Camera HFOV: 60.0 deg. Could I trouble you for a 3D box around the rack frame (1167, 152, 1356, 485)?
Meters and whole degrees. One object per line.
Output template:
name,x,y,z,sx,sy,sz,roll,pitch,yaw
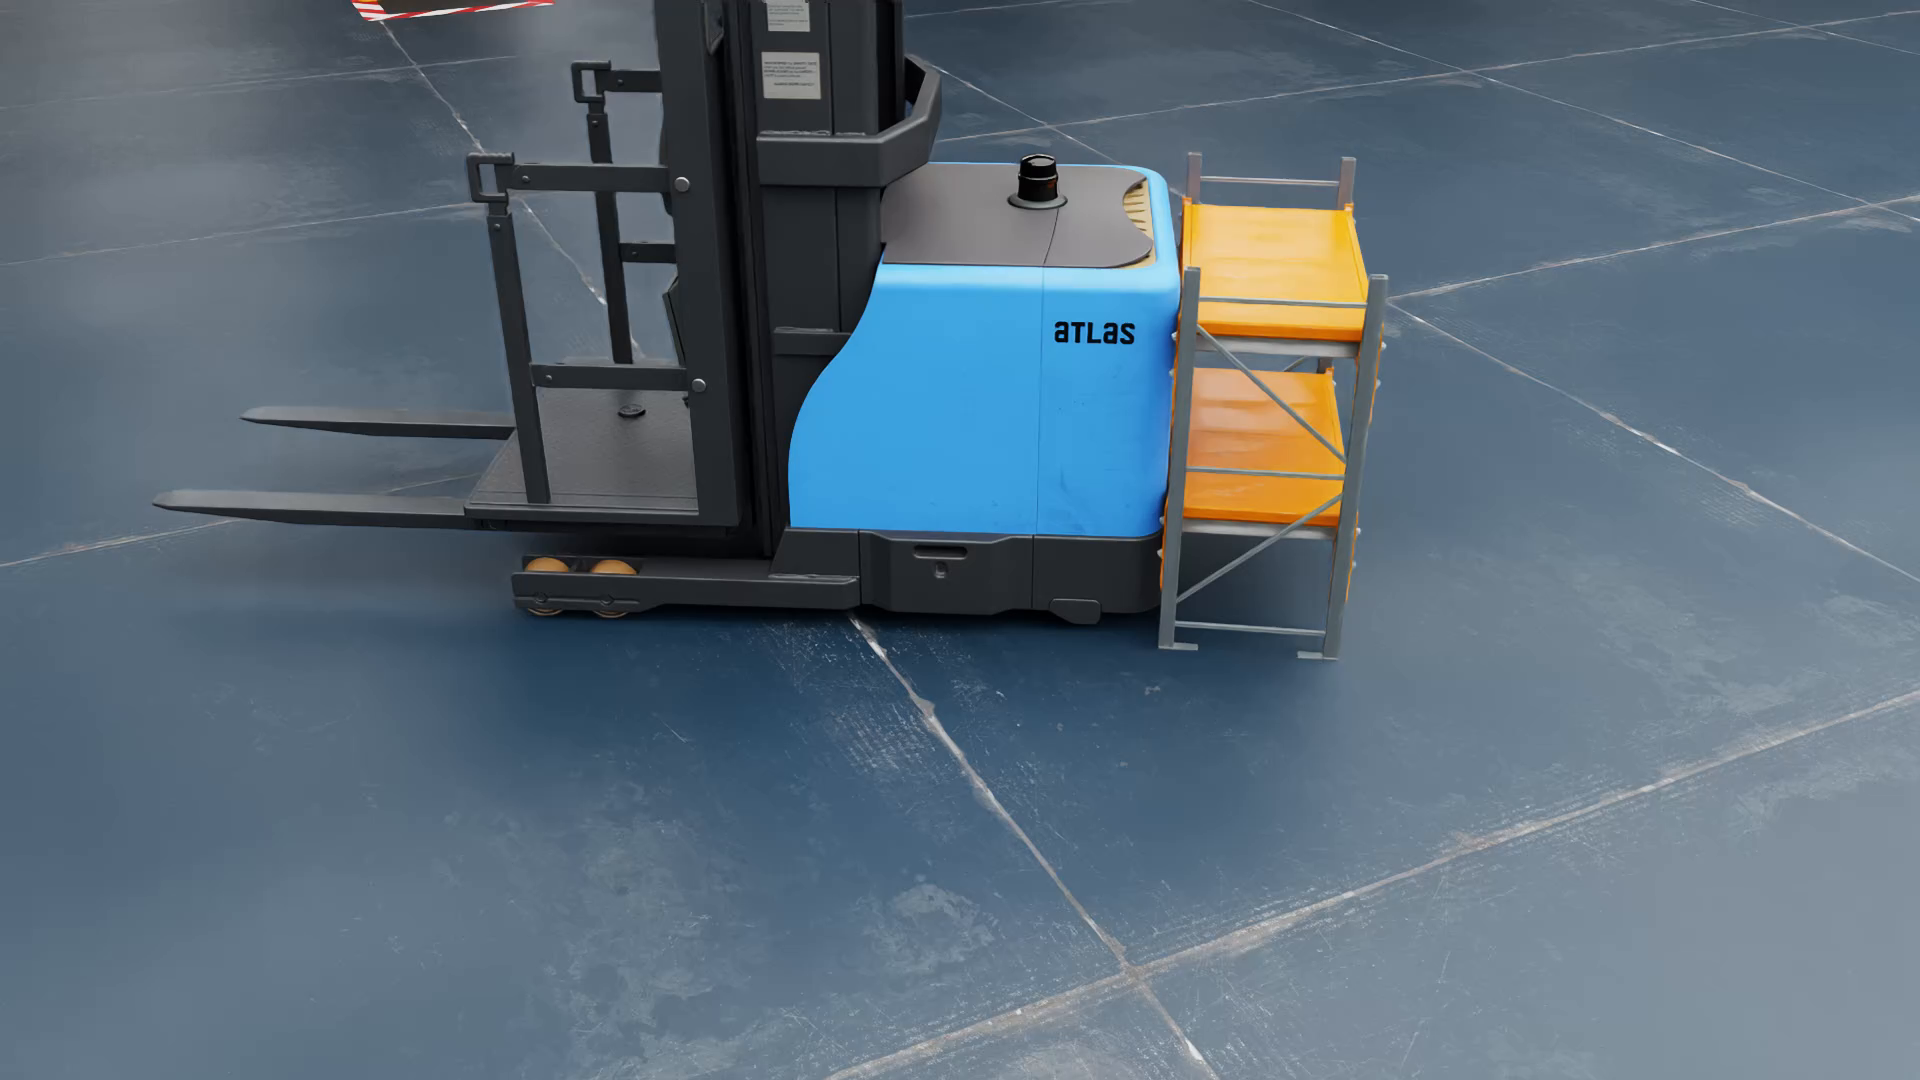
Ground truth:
rack frame,0.939,-0.667,5.290,0.500,1.125,0.032,4,29,6

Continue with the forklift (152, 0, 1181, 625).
forklift,-0.895,-1.307,4.584,3.031,2.935,1.130,2,29,3

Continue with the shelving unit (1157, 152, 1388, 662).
shelving unit,0.874,-0.421,4.851,0.538,1.125,1.048,4,29,6

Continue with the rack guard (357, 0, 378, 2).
rack guard,-4.027,-4.425,12.630,1.175,0.500,0.348,-13,32,-22

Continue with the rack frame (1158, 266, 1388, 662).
rack frame,0.809,-0.174,4.411,0.500,1.125,0.032,4,29,6

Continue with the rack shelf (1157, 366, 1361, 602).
rack shelf,0.874,-0.208,4.970,0.538,0.278,1.000,4,29,6

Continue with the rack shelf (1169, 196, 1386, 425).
rack shelf,0.874,-0.676,4.707,0.538,0.278,1.000,4,29,6
